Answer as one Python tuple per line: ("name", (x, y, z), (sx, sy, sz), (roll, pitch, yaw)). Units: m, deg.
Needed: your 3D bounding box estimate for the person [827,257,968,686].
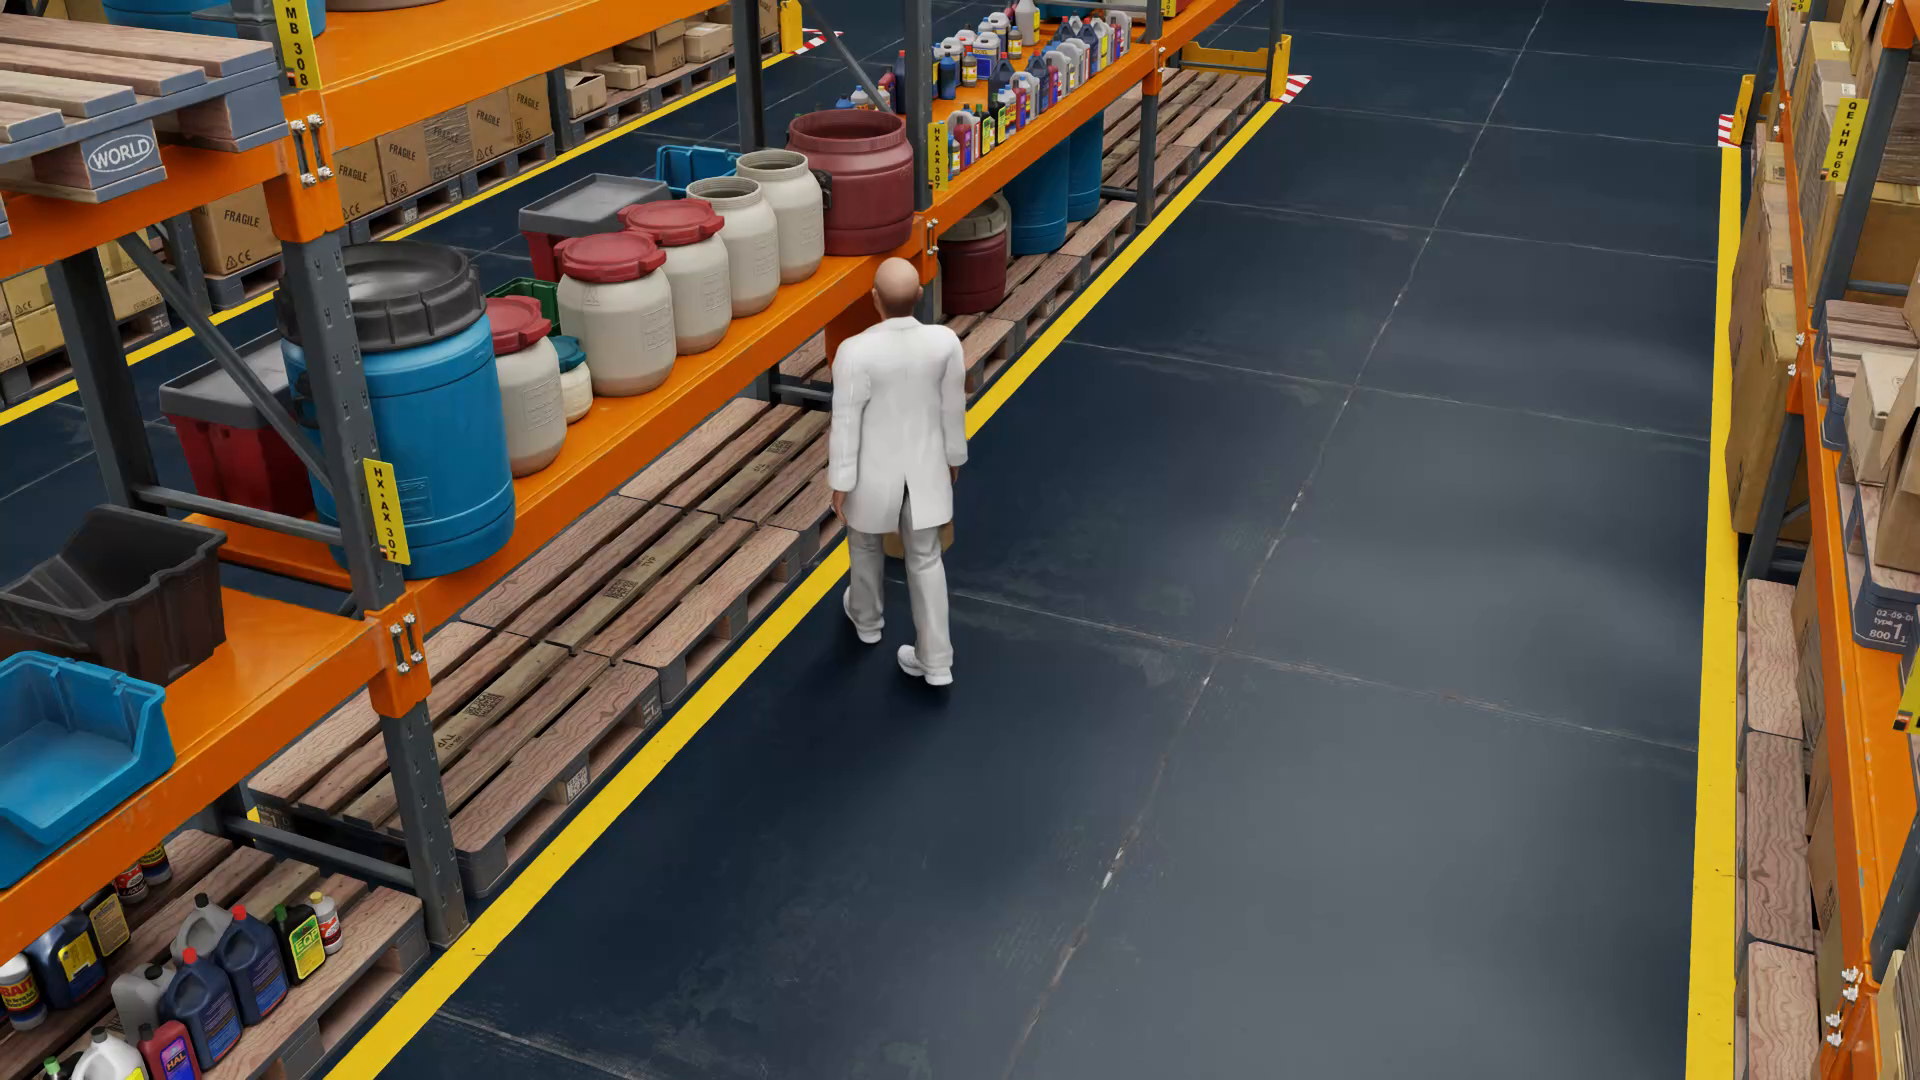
("person", (-0.266, -0.306, 6.681), (0.607, 1.765, 0.870), (-9, 30, -15))
